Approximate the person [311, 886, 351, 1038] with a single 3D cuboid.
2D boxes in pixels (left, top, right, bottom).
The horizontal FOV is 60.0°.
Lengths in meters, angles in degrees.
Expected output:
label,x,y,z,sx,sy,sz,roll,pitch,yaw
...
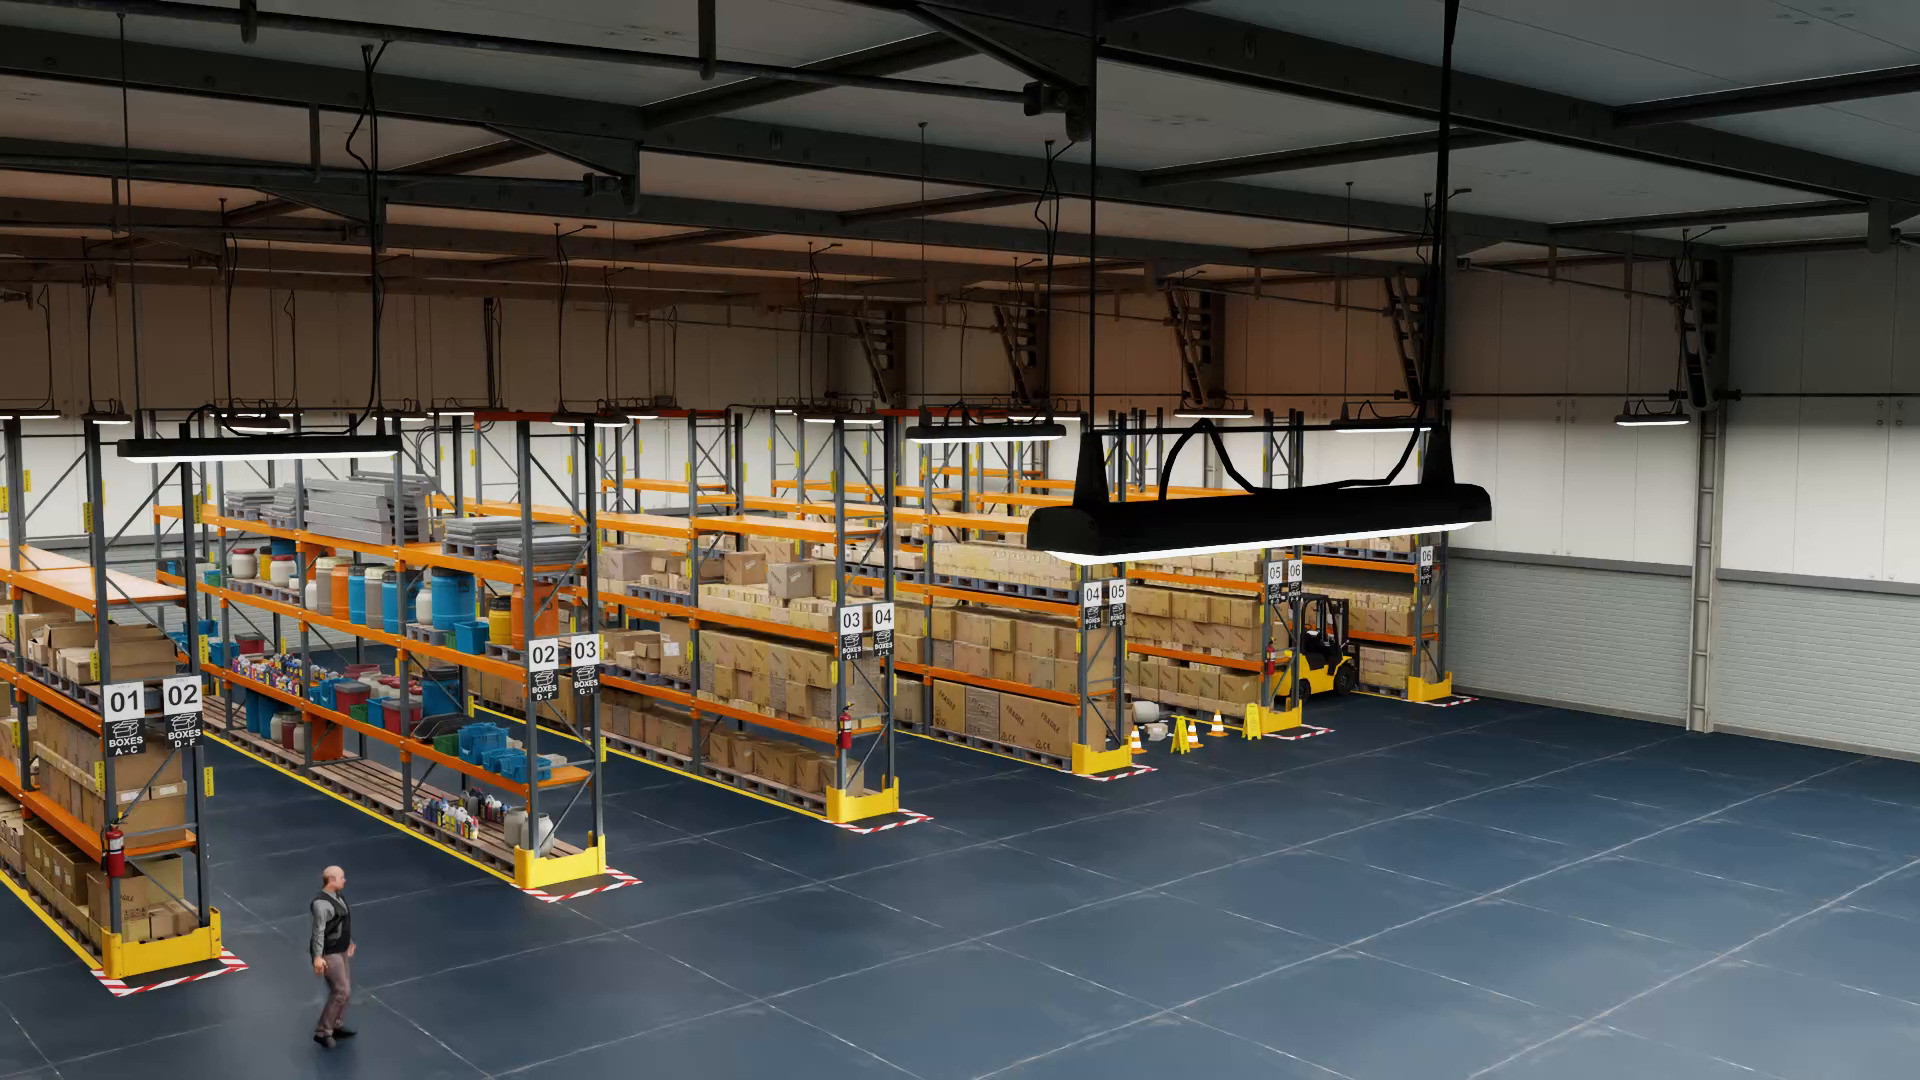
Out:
label,x,y,z,sx,sy,sz,roll,pitch,yaw
person,-6.152,4.116,16.347,0.371,1.465,0.616,-1,5,-8
